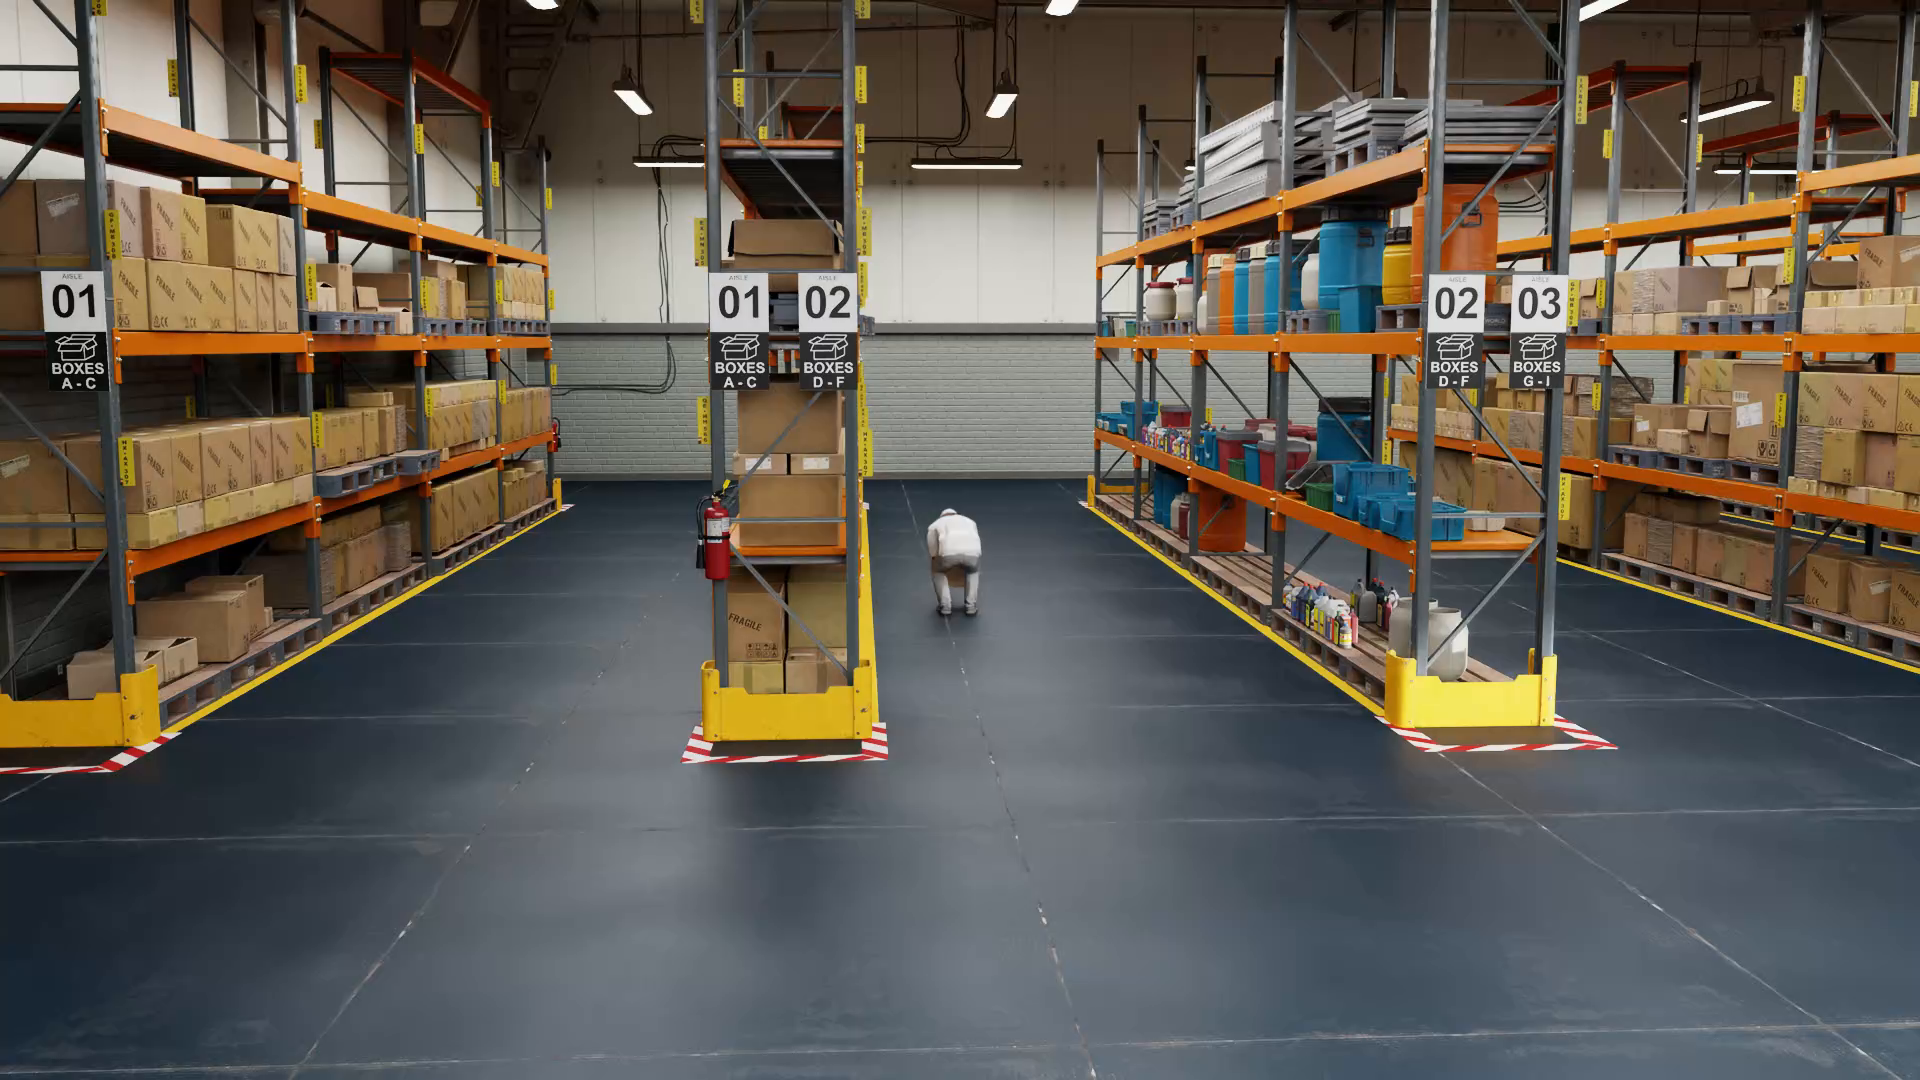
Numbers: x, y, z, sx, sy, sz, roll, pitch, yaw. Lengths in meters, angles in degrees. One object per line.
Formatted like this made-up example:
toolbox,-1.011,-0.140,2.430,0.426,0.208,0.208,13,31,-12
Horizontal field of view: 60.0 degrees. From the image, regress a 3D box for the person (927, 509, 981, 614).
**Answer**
person,-0.061,0.220,17.021,0.526,1.006,0.948,-1,7,-7
